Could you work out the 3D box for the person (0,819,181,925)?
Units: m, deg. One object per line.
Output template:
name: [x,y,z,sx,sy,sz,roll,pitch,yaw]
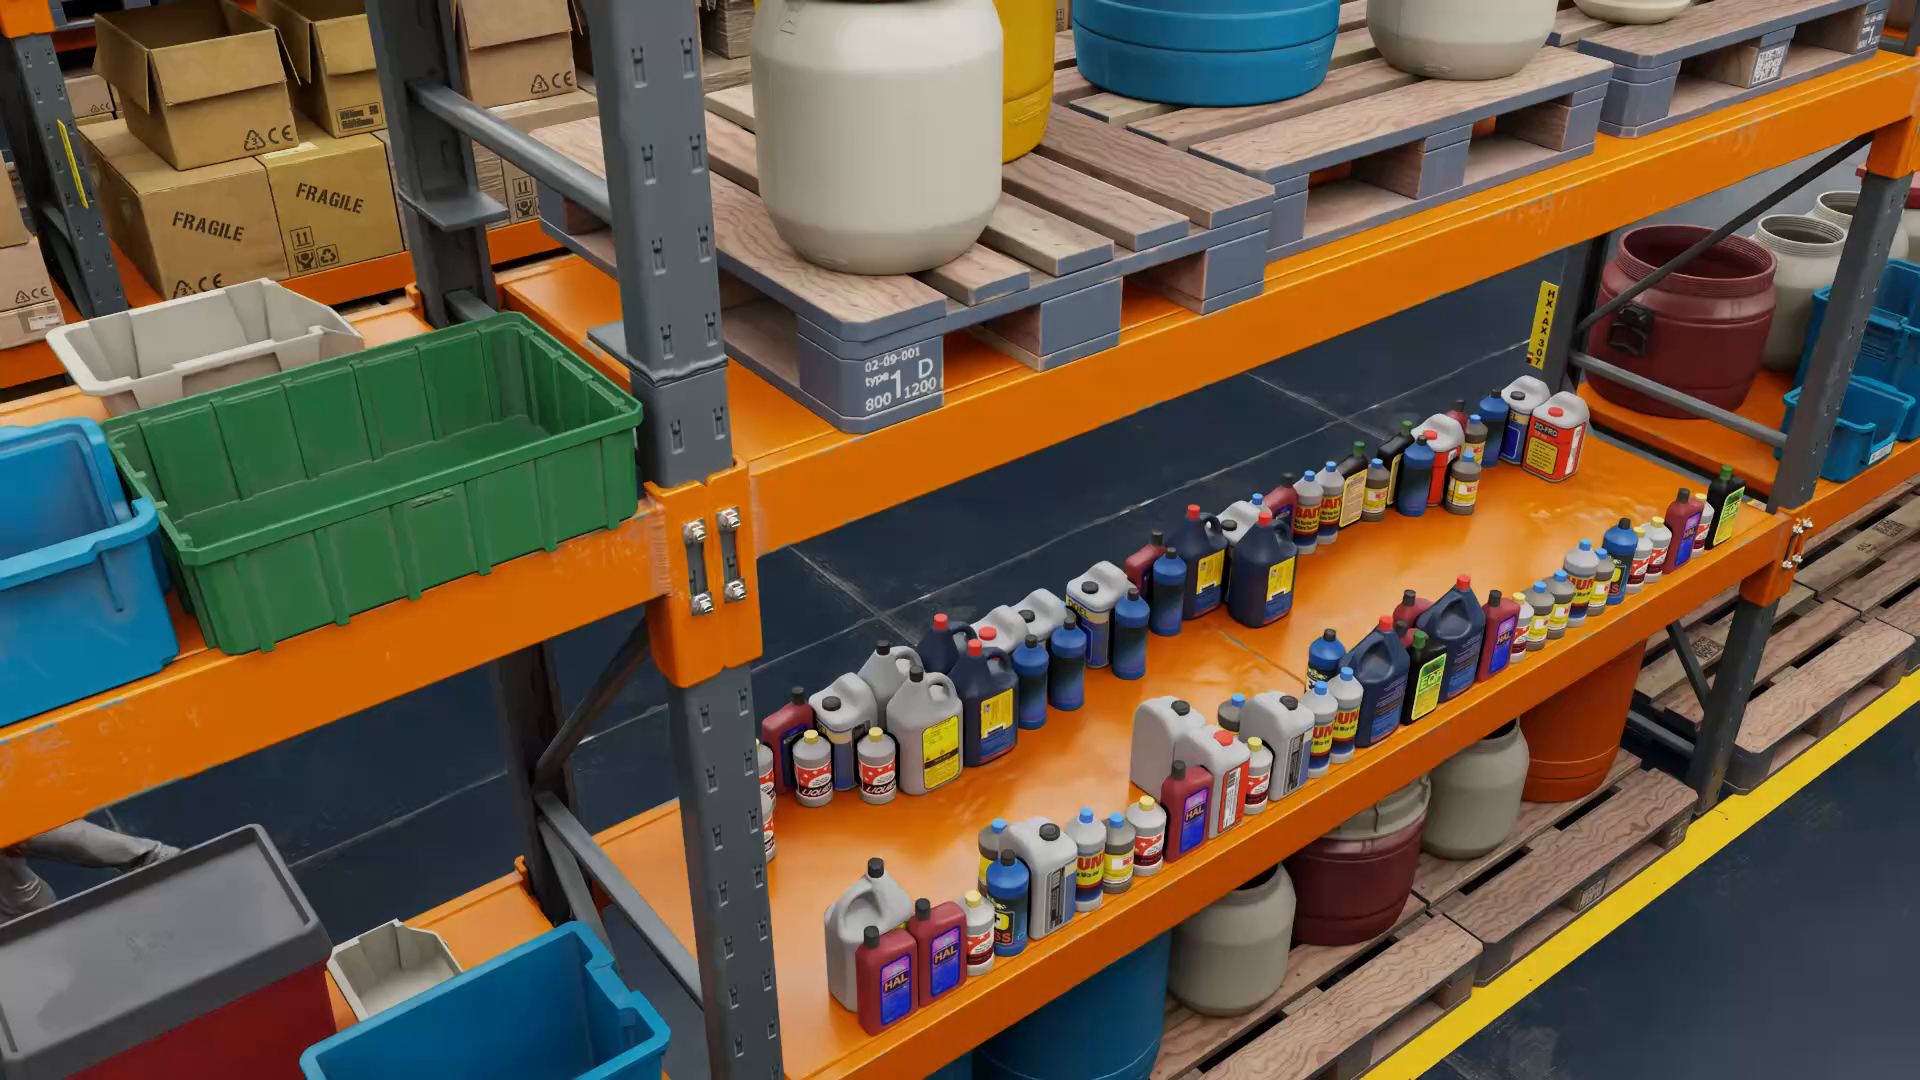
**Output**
person: [-2.877,0.649,5.045,0.684,1.753,0.573,-12,34,-19]
